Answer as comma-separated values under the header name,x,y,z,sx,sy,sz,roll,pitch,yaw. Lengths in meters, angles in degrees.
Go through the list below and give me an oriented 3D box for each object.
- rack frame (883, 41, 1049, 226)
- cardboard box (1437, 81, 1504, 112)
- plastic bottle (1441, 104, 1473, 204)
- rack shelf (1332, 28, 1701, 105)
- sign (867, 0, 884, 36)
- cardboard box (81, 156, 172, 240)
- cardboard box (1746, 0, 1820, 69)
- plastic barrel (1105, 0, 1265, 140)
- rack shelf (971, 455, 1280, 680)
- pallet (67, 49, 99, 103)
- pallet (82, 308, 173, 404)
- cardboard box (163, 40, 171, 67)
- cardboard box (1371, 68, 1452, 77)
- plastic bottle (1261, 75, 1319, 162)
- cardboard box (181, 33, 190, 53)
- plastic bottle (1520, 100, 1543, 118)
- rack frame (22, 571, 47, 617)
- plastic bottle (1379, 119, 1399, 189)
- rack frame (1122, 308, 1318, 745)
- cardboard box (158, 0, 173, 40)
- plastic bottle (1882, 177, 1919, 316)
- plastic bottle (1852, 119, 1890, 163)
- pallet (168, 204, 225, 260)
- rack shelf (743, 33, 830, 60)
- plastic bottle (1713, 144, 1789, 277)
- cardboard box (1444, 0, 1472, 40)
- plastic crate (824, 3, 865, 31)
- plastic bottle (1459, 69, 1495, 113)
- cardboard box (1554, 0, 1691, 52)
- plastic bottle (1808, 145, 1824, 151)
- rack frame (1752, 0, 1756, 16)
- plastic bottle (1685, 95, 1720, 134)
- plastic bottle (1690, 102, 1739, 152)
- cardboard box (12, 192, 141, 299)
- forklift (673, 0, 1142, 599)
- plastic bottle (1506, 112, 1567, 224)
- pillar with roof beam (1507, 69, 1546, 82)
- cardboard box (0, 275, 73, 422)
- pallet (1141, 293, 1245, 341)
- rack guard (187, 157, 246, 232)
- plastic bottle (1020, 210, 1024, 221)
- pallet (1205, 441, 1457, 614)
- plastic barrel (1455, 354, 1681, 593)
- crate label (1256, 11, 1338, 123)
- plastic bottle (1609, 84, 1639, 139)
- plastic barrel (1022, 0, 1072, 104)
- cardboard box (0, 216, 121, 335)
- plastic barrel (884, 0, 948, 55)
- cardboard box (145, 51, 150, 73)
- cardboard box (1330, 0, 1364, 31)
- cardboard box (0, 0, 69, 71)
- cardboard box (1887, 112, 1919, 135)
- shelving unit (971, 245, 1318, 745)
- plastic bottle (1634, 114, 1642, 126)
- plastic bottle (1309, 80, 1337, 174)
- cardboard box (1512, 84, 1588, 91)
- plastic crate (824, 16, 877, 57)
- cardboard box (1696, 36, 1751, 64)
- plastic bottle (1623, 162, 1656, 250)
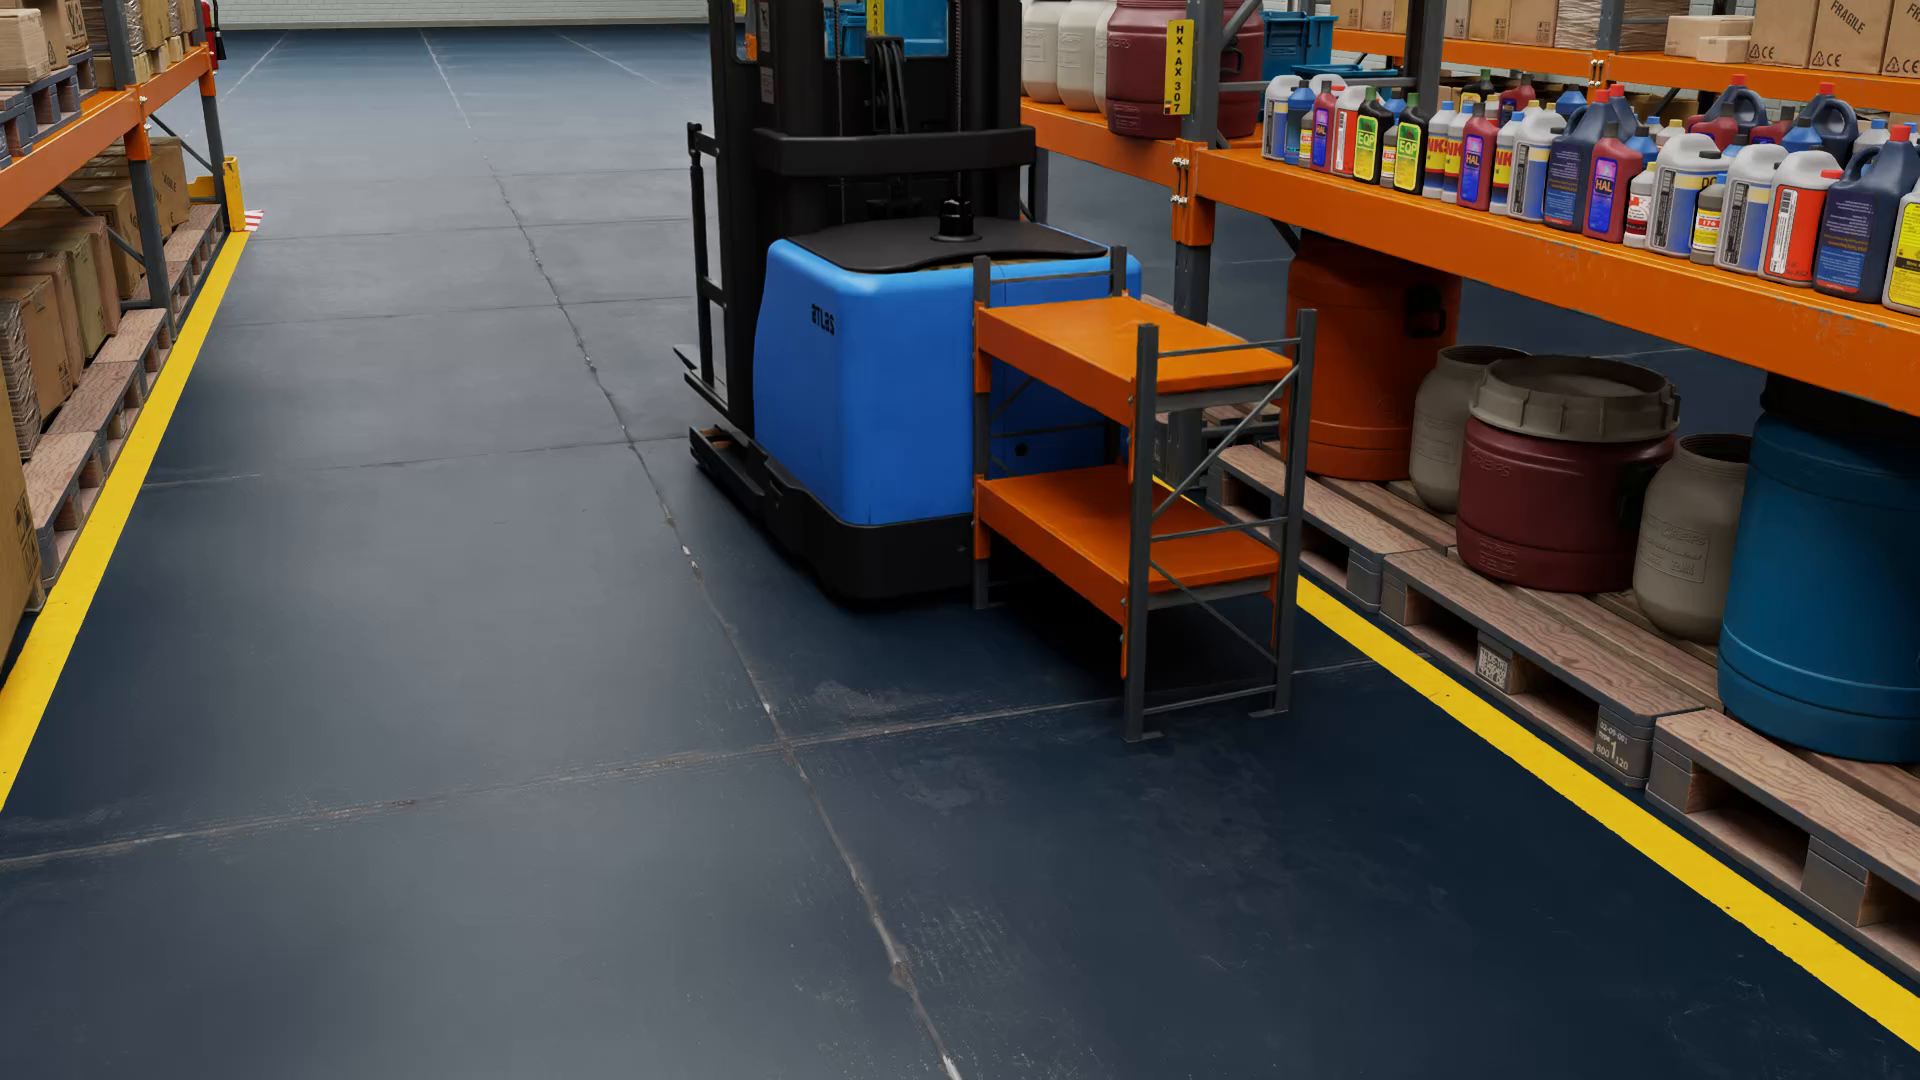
name,x,y,z,sx,sy,sz,roll,pitch,yaw
rack frame,0.042,-2.951,9.696,1.000,3.000,0.127,-6,21,-17
cardboard box,3.915,-3.339,13.113,0.500,0.500,0.500,-6,21,-17
plastic bottle,1.430,-1.097,4.724,0.097,0.271,0.097,0,20,0
rack shelf,4.117,-3.780,13.066,1.077,0.370,4.000,-6,21,-17
sign,-0.483,-3.027,9.496,0.100,0.325,0.005,-6,21,-17
cardboard box,-5.337,-2.137,10.504,0.500,0.500,0.500,-4,20,-12
cardboard box,5.137,-3.106,9.979,0.500,0.500,0.500,-5,20,-13
plastic barrel,0.866,-1.848,6.424,0.600,0.536,0.708,-6,21,-17
rack shelf,0.472,0.048,4.843,0.538,0.278,1.000,-8,21,-21
pallet,-4.557,-2.074,7.537,1.003,0.211,1.213,-6,21,-17
pallet,-4.414,-0.863,8.007,1.003,0.211,1.213,-6,21,-17
cardboard box,-4.926,-2.888,9.891,0.380,0.149,0.250,-6,21,-17
cardboard box,3.940,-3.876,14.608,0.500,0.500,0.500,-6,21,-17
plastic bottle,1.129,-1.436,5.661,0.152,0.276,0.135,-6,21,-17
cardboard box,-5.426,-3.366,11.222,0.380,0.149,0.250,-6,21,-17
plastic bottle,1.923,-1.377,5.606,0.097,0.201,0.097,0,20,0
rack frame,-3.402,-1.141,4.657,1.000,3.000,0.127,-6,21,-17
plastic bottle,1.327,-1.170,5.029,0.097,0.201,0.097,0,20,0
rack frame,0.669,-0.024,4.320,0.500,1.125,0.032,-8,21,-21
cardboard box,-5.237,-3.242,9.917,0.875,0.500,0.500,-6,21,-17
plastic bottle,1.957,-0.621,3.281,0.144,0.351,0.185,-6,21,-17
plastic bottle,2.368,-0.955,4.330,0.097,0.271,0.097,0,20,0
pallet,-5.671,-2.108,11.472,1.003,0.211,1.213,-6,21,-17
rack shelf,-0.586,-3.255,11.604,1.077,0.370,4.000,-6,21,-17
plastic bottle,1.810,-0.740,3.723,0.152,0.276,0.135,-6,21,-17
cardboard box,4.112,-4.159,12.912,0.700,0.500,0.500,-6,21,-16
plastic crate,-0.774,-4.036,12.936,0.499,0.251,0.616,-6,21,-17
plastic bottle,1.832,-1.528,5.907,0.061,0.283,0.133,-6,21,-17
cardboard box,4.600,-3.665,11.536,0.700,0.500,0.500,-7,21,-19
plastic bottle,1.923,-0.757,3.777,0.097,0.271,0.097,0,20,0
rack frame,8.190,-5.288,16.200,1.000,3.000,0.127,-6,21,-17
plastic bottle,2.191,-1.162,4.886,0.061,0.283,0.133,-6,21,-17
plastic bottle,2.112,-1.087,4.678,0.061,0.283,0.133,-6,21,-17
cardboard box,-4.747,-1.579,8.952,0.500,0.500,0.500,-7,21,-19
forklift,-0.444,-1.655,6.189,1.130,2.935,3.031,-8,21,-21
plastic bottle,1.565,-0.991,4.422,0.152,0.276,0.135,-6,21,-17
pillar with roof beam,3.259,-9.446,18.904,9.100,9.000,0.400,-6,21,-17
cardboard box,-4.003,-0.743,6.594,0.700,0.500,0.500,-5,20,-13
pallet,0.713,-0.999,8.385,1.003,0.211,1.213,-6,21,-17
rack guard,-5.893,-2.508,12.159,1.175,0.500,0.348,-6,21,-17
plastic bottle,0.358,-2.023,10.497,0.097,0.271,0.097,0,20,0
pallet,1.587,-0.107,5.902,1.003,0.211,1.213,-6,21,-17
plastic barrel,1.824,-0.213,5.018,0.600,0.588,0.708,-6,21,-17
crate label,1.244,-2.032,7.084,0.502,0.435,0.616,-6,21,-17
plastic bottle,1.713,-1.034,4.431,0.144,0.351,0.185,-6,21,-17
plastic barrel,0.501,-2.311,7.711,0.433,0.535,0.433,0,20,0
cardboard box,-4.487,-1.256,8.024,0.700,0.500,0.500,-8,21,-21
plastic barrel,-0.124,-3.031,9.176,0.600,0.901,0.708,-6,21,-17
cardboard box,-4.613,-2.567,8.997,0.380,0.149,0.250,-6,21,-17
cardboard box,3.623,-4.656,14.294,0.700,0.500,0.500,-6,21,-17
cardboard box,-4.027,-2.125,6.621,0.797,0.503,0.637,-4,20,-12
cardboard box,8.684,-3.663,14.724,0.700,0.500,0.500,-8,21,-21
shelving unit,0.472,-0.183,4.761,0.538,1.125,1.048,-8,21,-21
plastic bottle,2.076,-1.221,5.171,0.097,0.201,0.097,0,20,0
plastic bottle,1.189,-1.329,5.353,0.061,0.283,0.133,-6,21,-17
cardboard box,4.583,-3.236,12.825,0.500,0.500,0.500,-6,21,-17
plastic crate,-0.563,-3.208,10.630,0.499,0.251,0.616,-6,21,-17
cardboard box,4.830,-3.052,10.348,0.380,0.149,0.250,-6,21,-17
plastic bottle,1.675,-0.814,4.038,0.097,0.201,0.097,0,20,0
